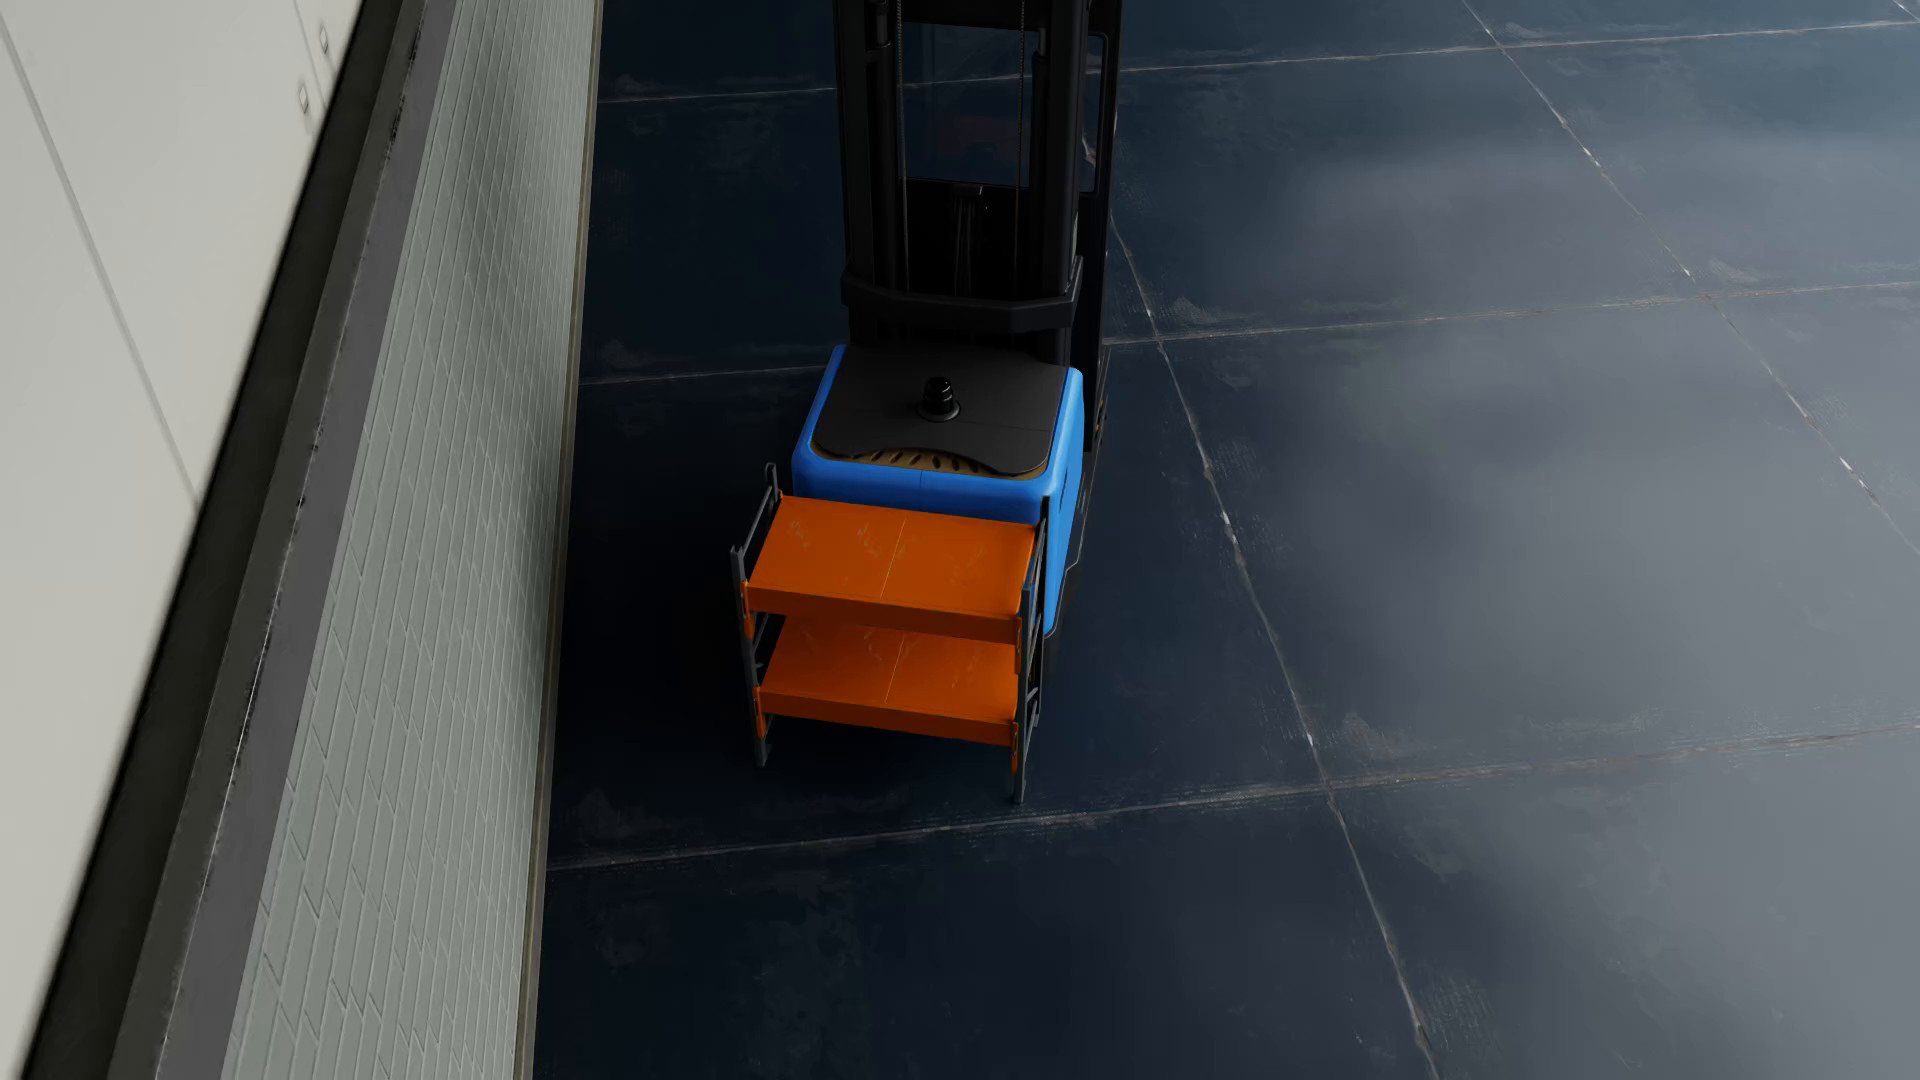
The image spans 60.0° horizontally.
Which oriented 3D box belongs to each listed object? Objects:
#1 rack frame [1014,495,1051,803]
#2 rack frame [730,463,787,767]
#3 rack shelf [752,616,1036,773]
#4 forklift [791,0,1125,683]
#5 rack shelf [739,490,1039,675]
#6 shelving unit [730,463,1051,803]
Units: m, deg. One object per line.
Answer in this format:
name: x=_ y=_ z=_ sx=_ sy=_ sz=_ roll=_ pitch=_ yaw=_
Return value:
rack frame: x=0.265 y=0.422 z=6.158 sx=0.032 sy=1.125 sz=0.500 roll=7 pitch=43 yaw=8
rack frame: x=-0.735 y=0.300 z=6.293 sx=0.032 sy=1.125 sz=0.500 roll=7 pitch=43 yaw=8
rack shelf: x=-0.235 y=0.542 z=6.389 sx=1.000 sy=0.278 sz=0.538 roll=7 pitch=43 yaw=8
forklift: x=0.108 y=-1.504 z=6.945 sx=1.130 sy=2.935 sz=3.031 roll=7 pitch=42 yaw=7
rack shelf: x=-0.235 y=0.144 z=6.029 sx=1.000 sy=0.278 sz=0.538 roll=7 pitch=43 yaw=8
shelving unit: x=-0.235 y=0.361 z=6.225 sx=1.048 sy=1.125 sz=0.538 roll=7 pitch=43 yaw=8
